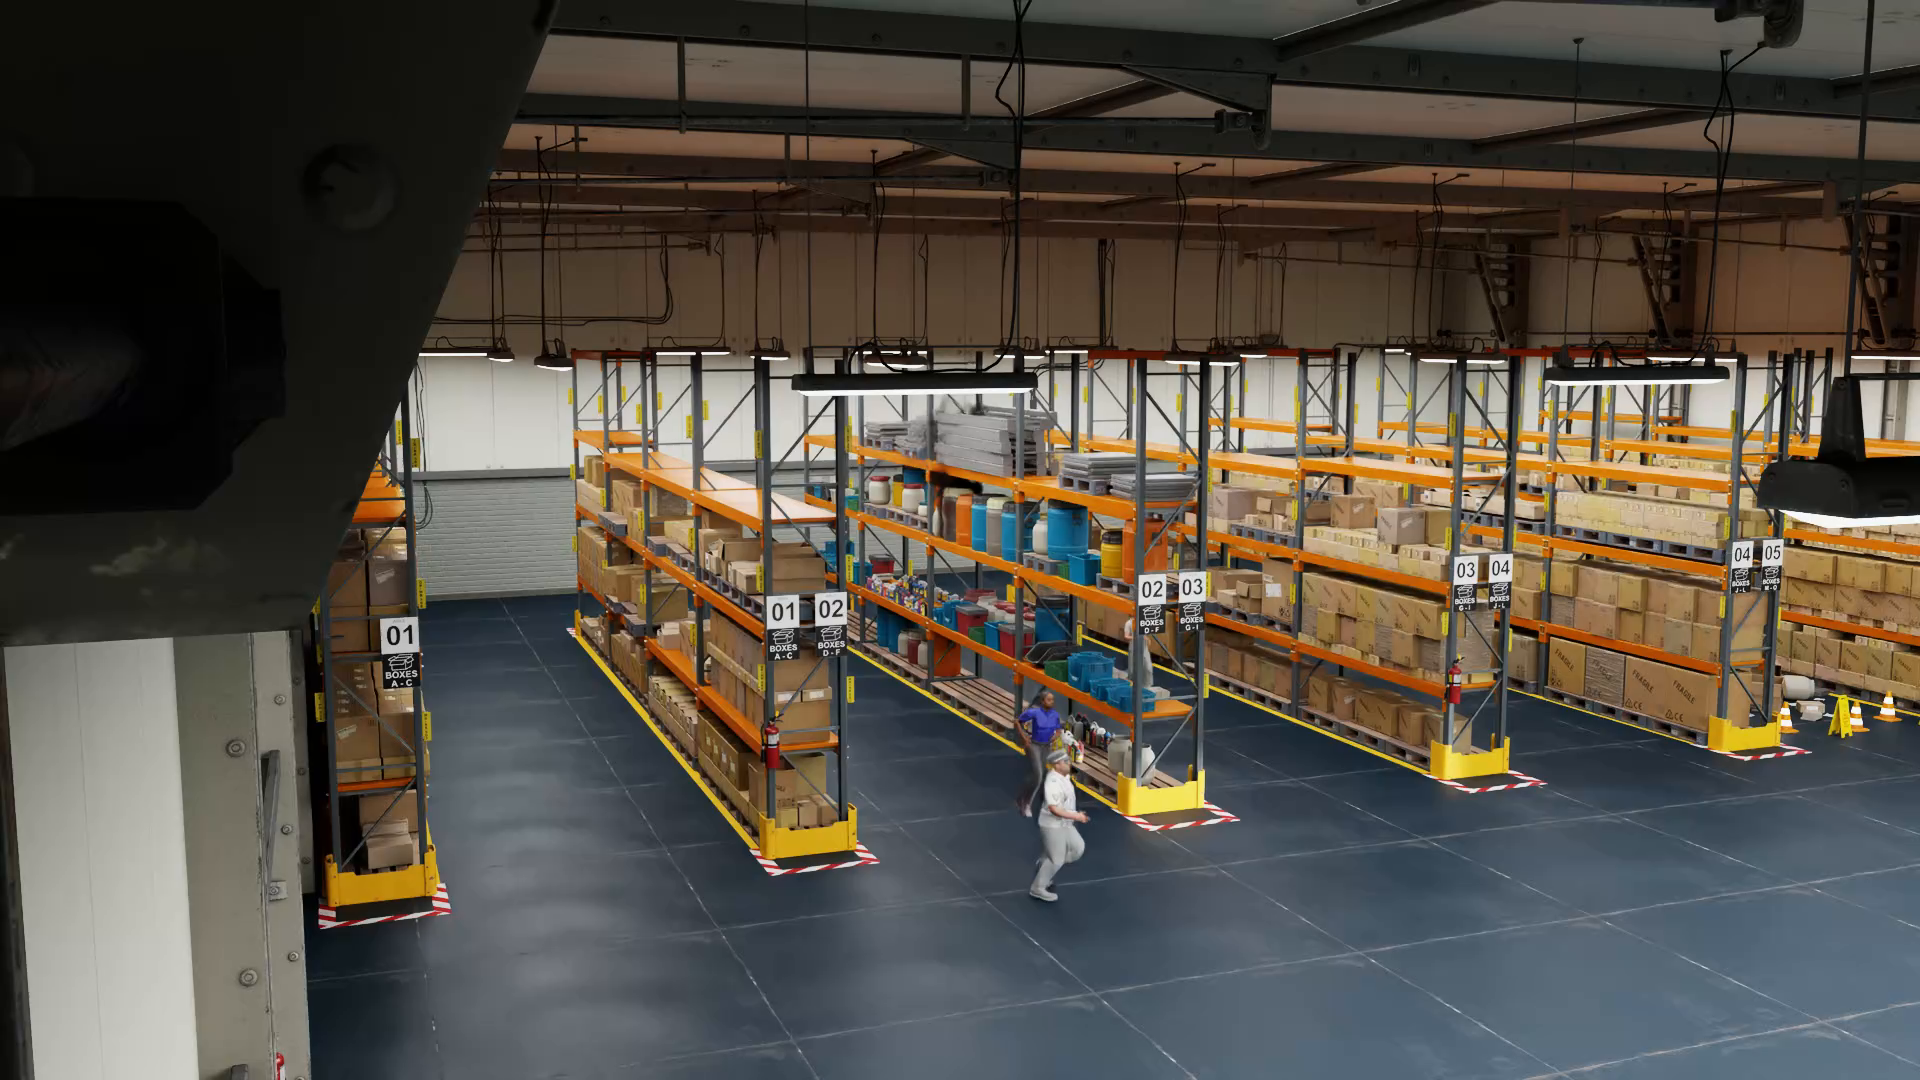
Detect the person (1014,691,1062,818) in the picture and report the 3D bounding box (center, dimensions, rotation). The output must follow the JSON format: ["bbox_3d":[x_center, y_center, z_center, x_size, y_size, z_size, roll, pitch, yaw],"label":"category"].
[{"bbox_3d":[1.033,2.824,21.997,0.608,1.672,0.652,-5,9,-36],"label":"person"}]

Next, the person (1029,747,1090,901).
[{"bbox_3d":[1.137,3.165,18.629,0.692,1.736,0.693,2,7,17],"label":"person"}]

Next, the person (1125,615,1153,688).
[{"bbox_3d":[3.089,1.931,28.759,0.573,1.674,0.956,-3,8,-26],"label":"person"}]
